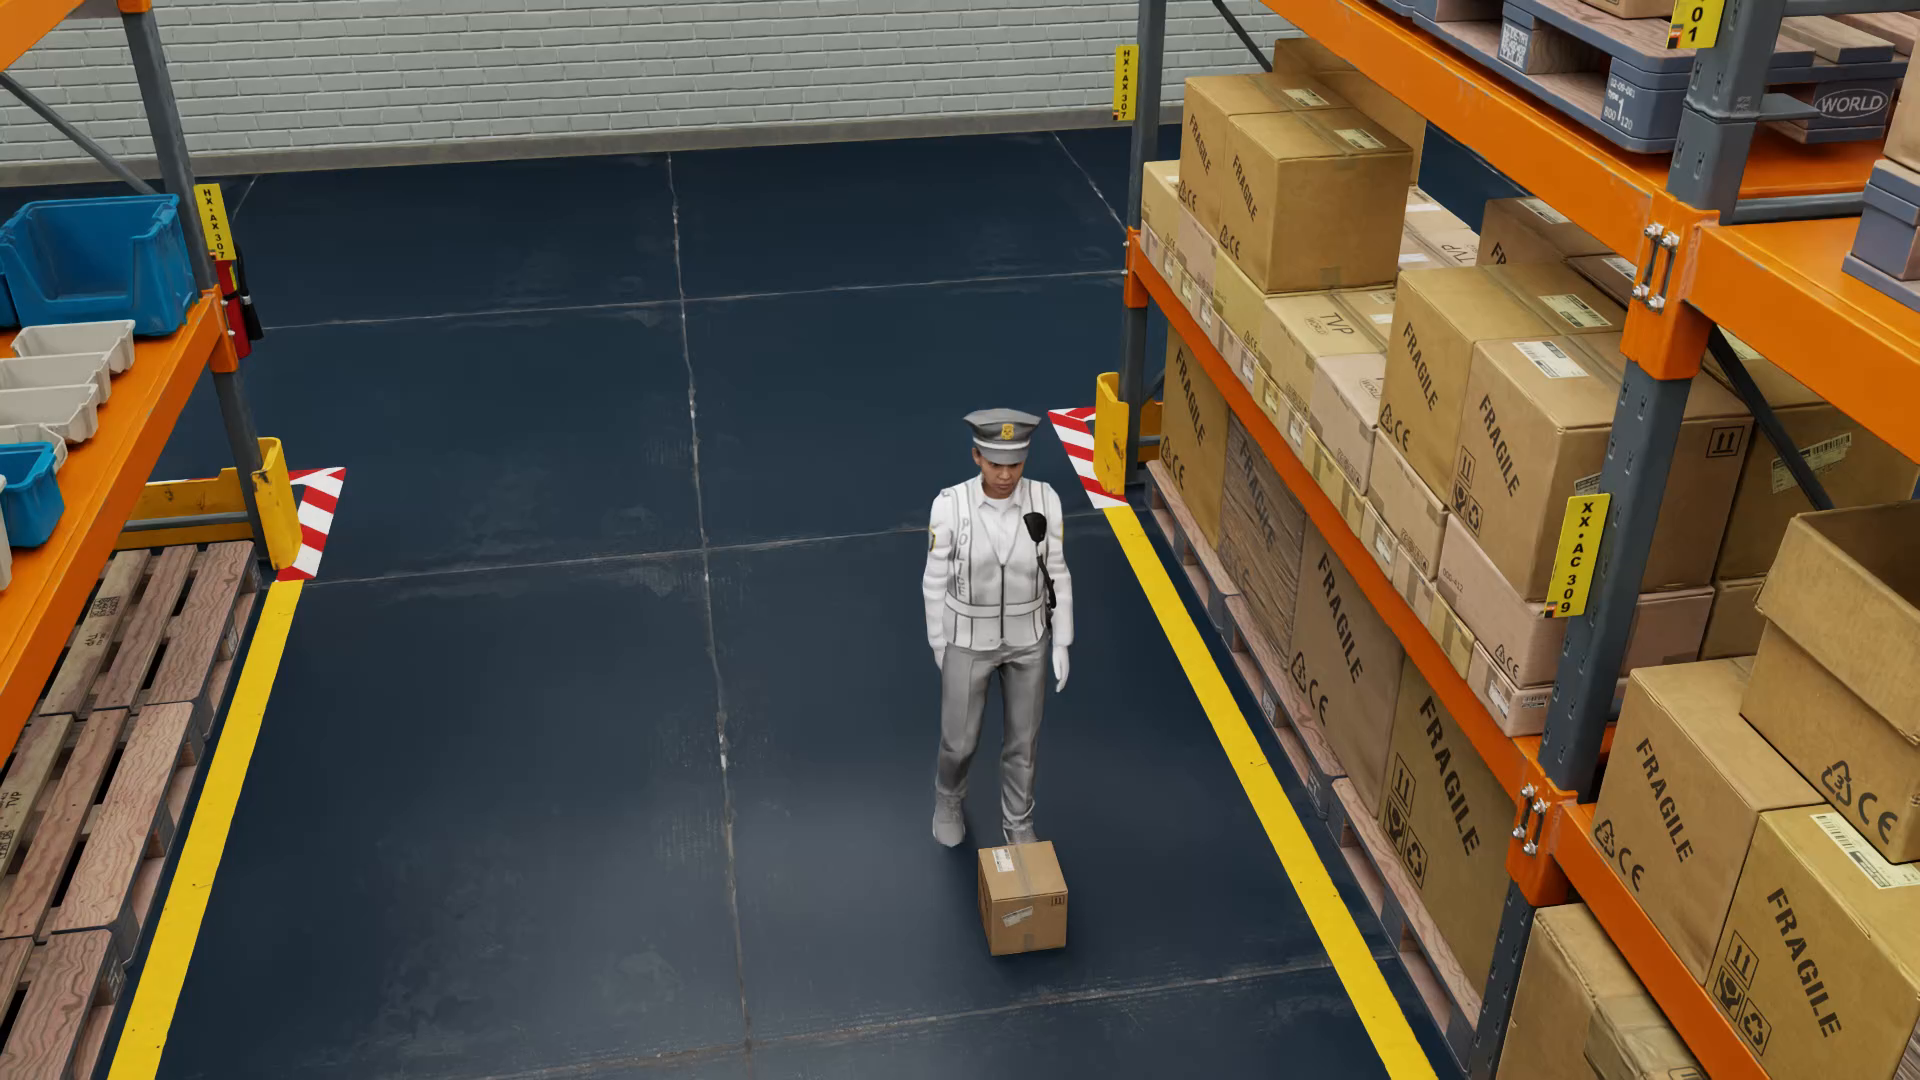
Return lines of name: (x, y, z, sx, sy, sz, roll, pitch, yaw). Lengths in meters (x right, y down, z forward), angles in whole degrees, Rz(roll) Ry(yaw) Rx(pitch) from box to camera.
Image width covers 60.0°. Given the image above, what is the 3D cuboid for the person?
person: (0.132, 0.369, 5.529, 0.488, 1.730, 0.482, -5, 31, -8)
